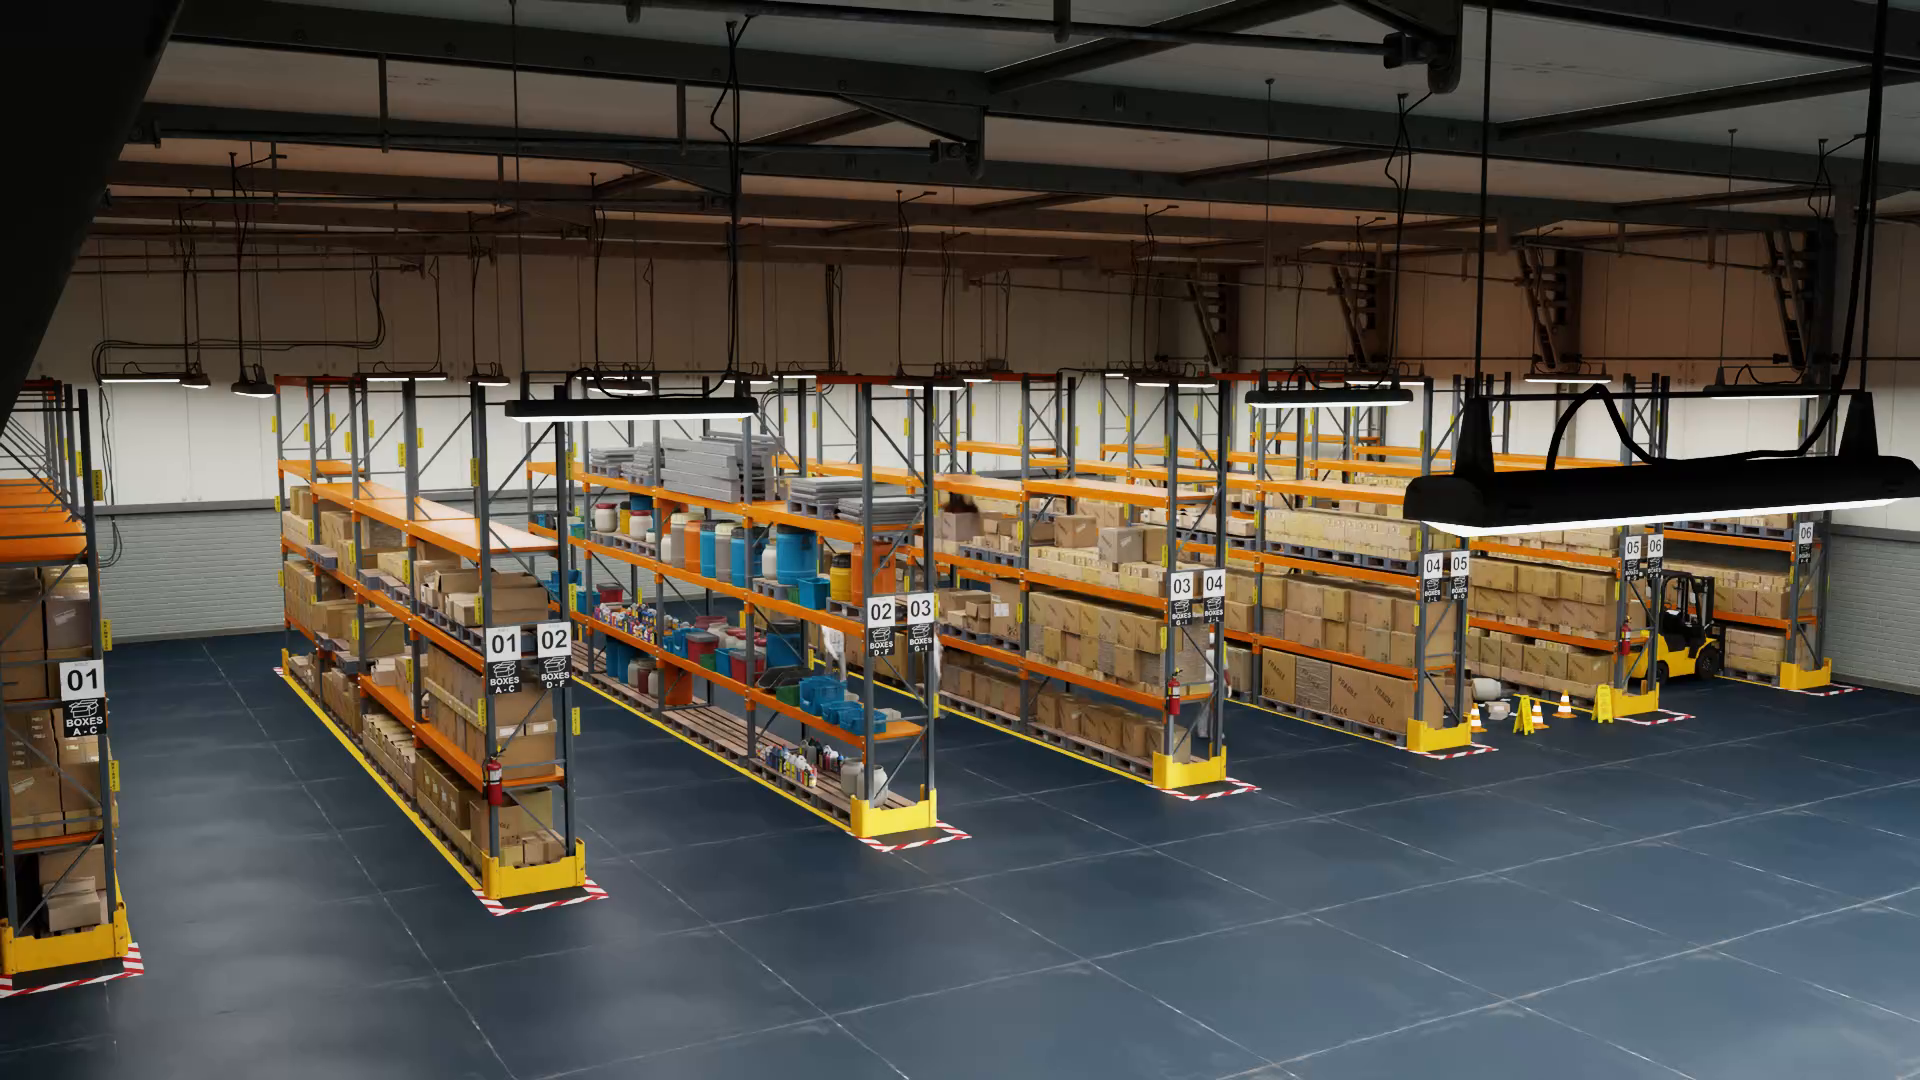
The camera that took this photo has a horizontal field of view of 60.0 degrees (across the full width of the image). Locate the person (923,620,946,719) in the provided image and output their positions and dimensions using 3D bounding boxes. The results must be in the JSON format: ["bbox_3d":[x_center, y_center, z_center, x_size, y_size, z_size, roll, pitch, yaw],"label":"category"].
[{"bbox_3d":[-0.445,2.248,28.625,0.362,1.755,0.575,-1,6,-12],"label":"person"}]

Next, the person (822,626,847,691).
[{"bbox_3d":[-2.284,2.048,30.229,0.440,1.641,0.944,-3,7,-25],"label":"person"}]

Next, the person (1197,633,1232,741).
[{"bbox_3d":[4.233,2.451,27.611,0.621,1.823,0.420,4,8,34],"label":"person"}]
